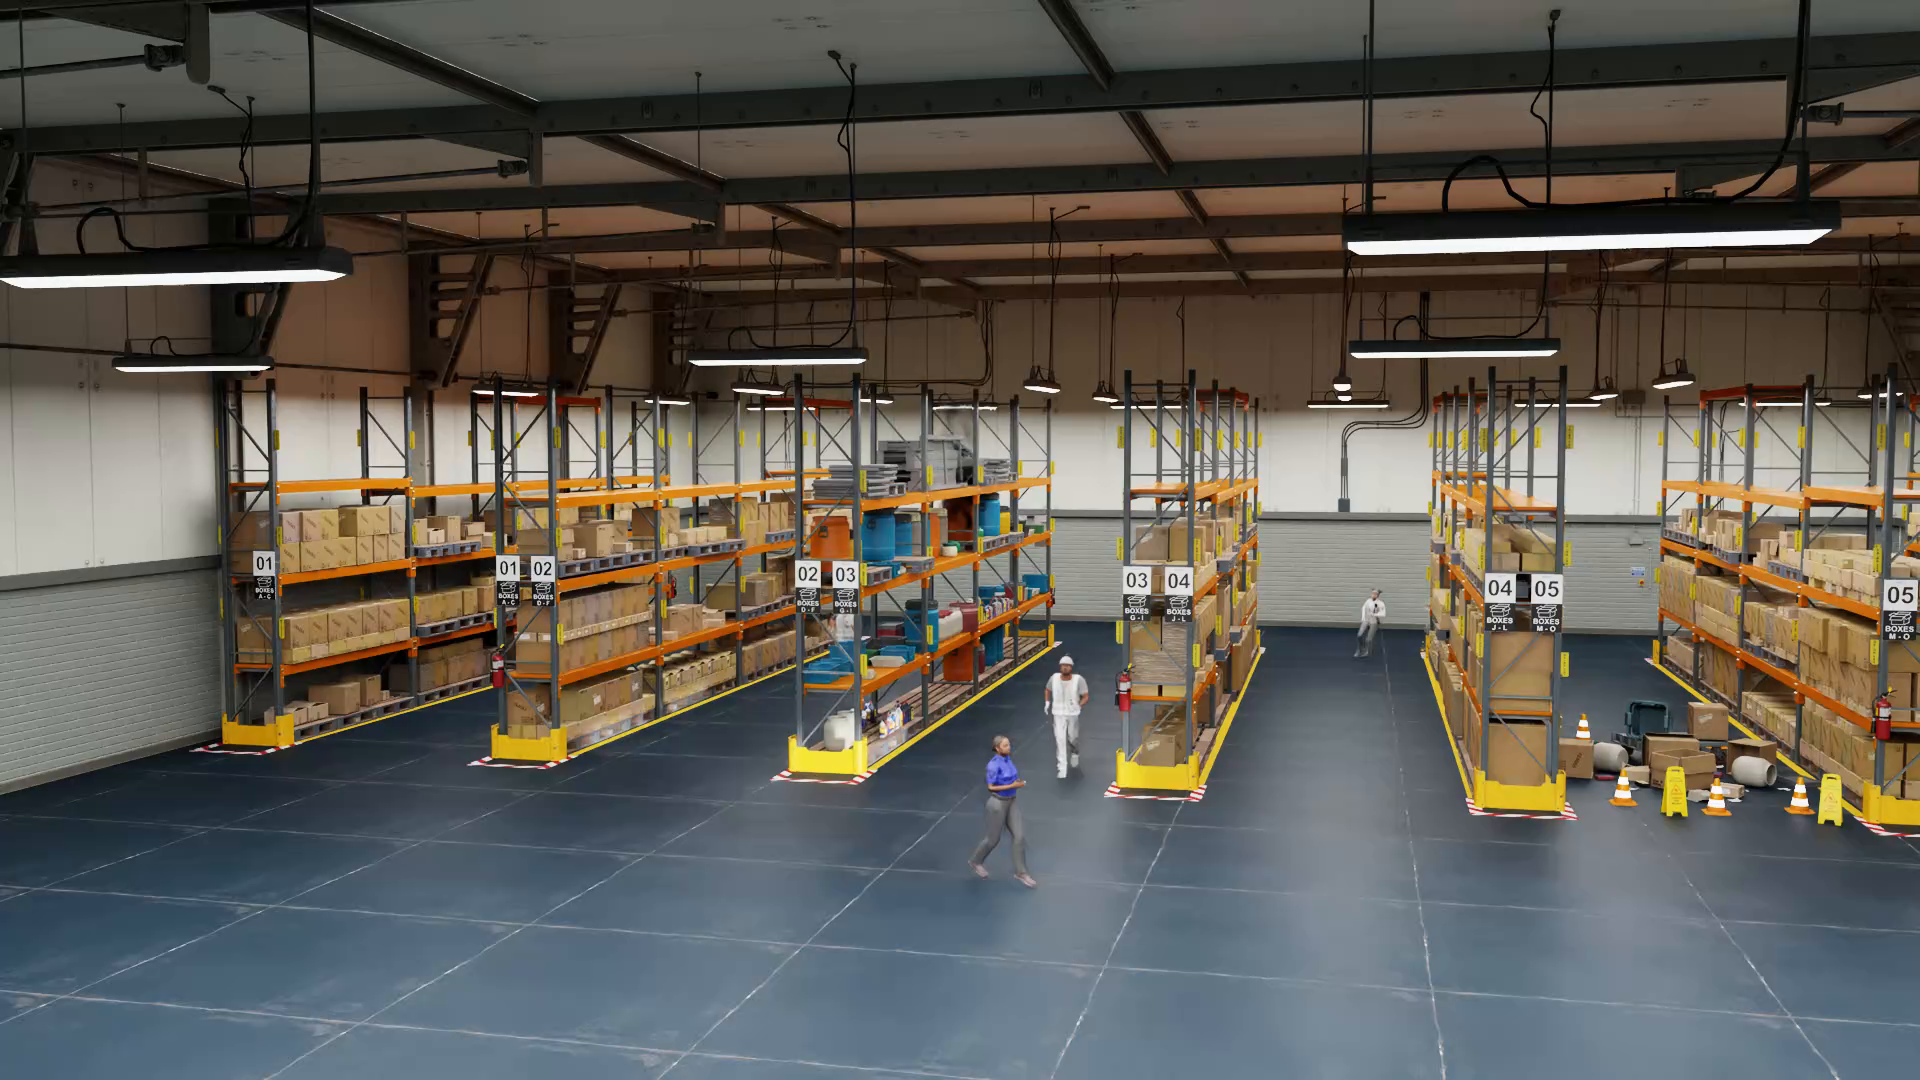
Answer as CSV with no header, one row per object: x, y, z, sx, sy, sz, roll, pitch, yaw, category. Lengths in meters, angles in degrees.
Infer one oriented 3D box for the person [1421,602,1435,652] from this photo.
11.330,1.770,39.335,0.821,1.803,0.701,0,3,6,person

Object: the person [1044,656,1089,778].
1.594,2.618,24.905,0.700,1.779,0.822,1,4,13,person

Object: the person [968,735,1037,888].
0.476,3.034,18.703,0.850,1.666,0.570,3,4,37,person

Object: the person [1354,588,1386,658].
9.419,1.898,38.087,0.692,1.633,0.631,3,4,38,person

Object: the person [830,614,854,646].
-2.380,2.053,34.300,0.642,1.828,0.747,0,3,0,person
